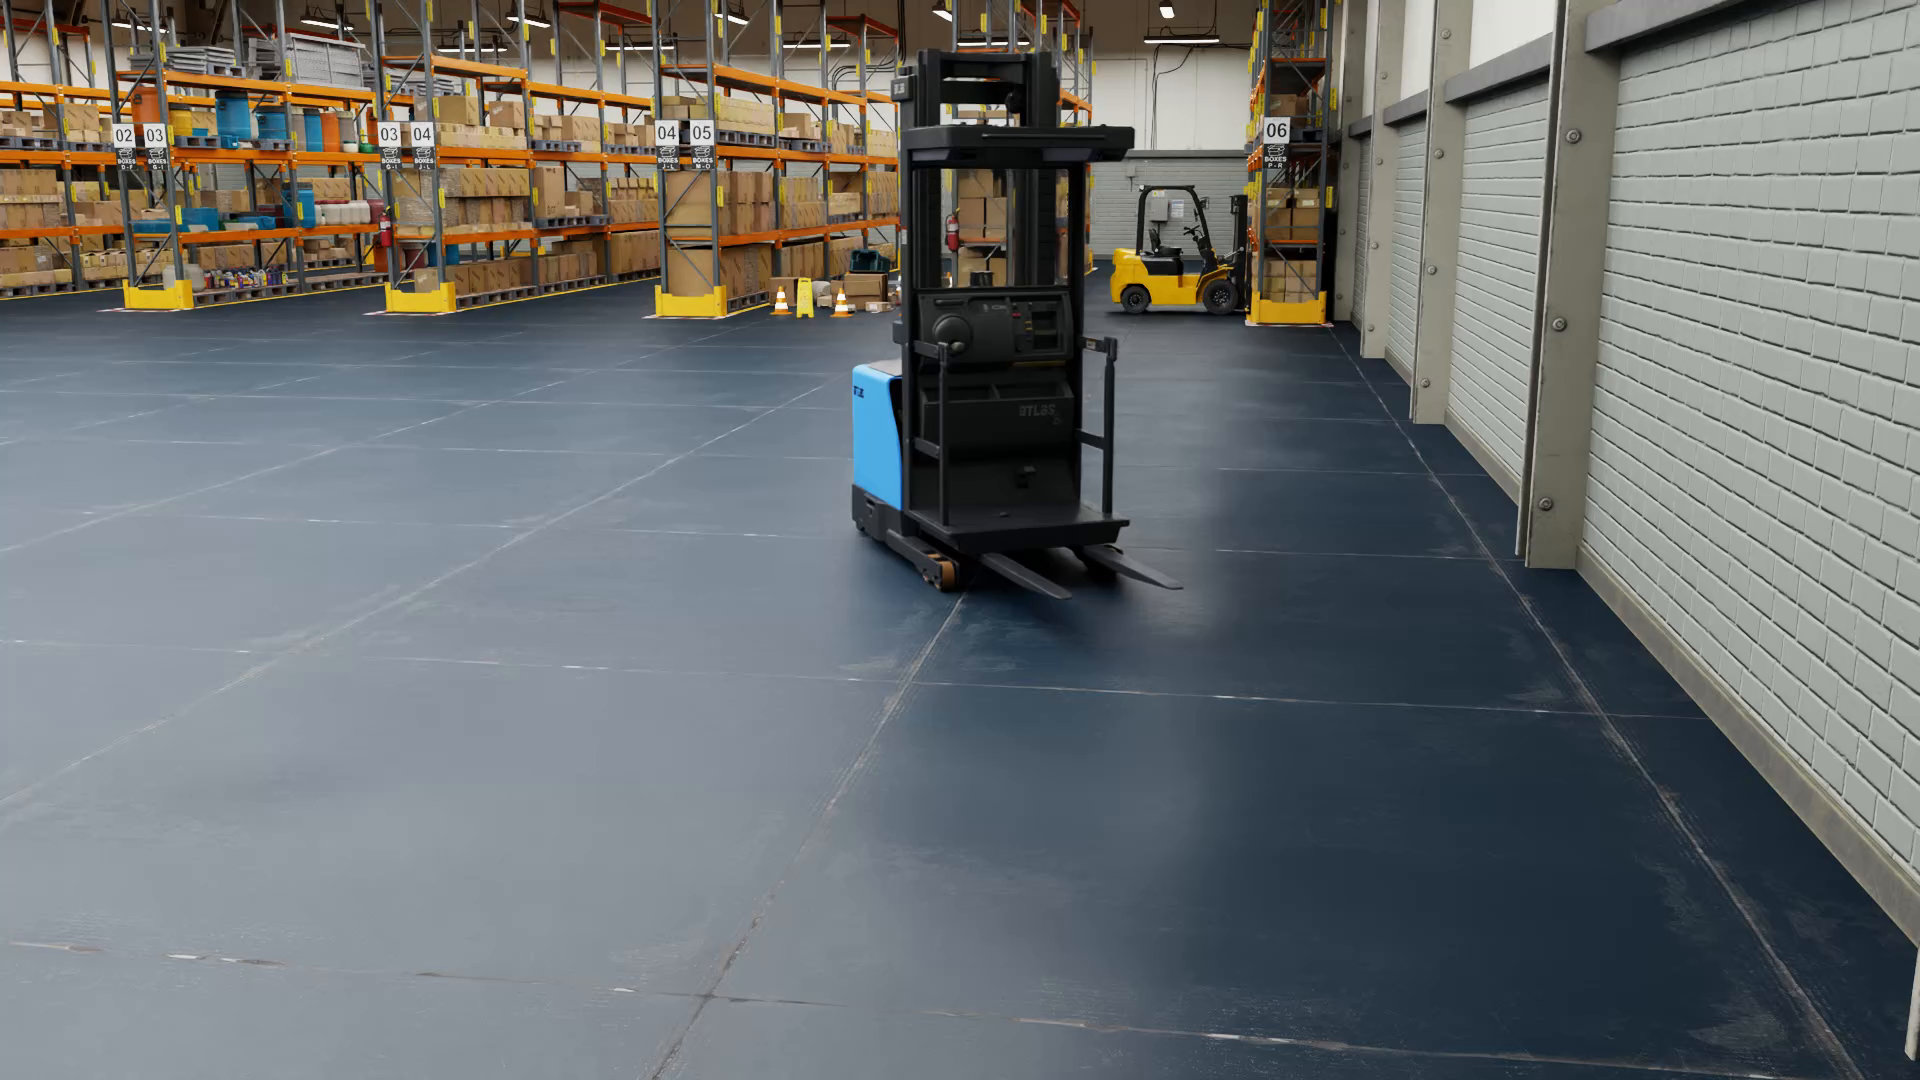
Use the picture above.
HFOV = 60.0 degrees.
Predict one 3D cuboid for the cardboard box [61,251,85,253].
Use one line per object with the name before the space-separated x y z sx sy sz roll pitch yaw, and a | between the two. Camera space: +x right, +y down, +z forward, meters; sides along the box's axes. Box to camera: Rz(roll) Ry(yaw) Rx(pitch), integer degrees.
cardboard box | -18.743 -5.945 35.159 0.500 0.311 0.500 2 12 10

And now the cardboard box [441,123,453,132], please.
cardboard box | -9.017 -7.142 28.804 0.380 0.149 0.250 2 12 10

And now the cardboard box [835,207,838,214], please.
cardboard box | -2.917 -7.274 36.728 0.380 0.149 0.250 2 12 11

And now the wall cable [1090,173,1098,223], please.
wall cable | 3.673 -10.150 47.983 0.585 1.953 0.123 2 12 9

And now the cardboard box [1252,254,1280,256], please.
cardboard box | 5.351 -4.854 29.055 0.500 0.250 0.500 2 12 11

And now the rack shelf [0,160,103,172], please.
rack shelf | -22.569 -9.131 40.332 1.077 0.370 4.000 2 12 9

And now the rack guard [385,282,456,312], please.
rack guard | -9.412 -4.247 29.015 1.175 0.500 0.348 2 12 9

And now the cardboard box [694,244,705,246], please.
cardboard box | -7.122 -7.626 42.804 0.875 0.875 0.875 2 12 9

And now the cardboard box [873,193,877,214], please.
cardboard box | -2.298 -8.162 40.304 0.500 0.500 0.500 2 12 9

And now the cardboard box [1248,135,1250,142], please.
cardboard box | 6.478 -8.754 36.233 0.380 0.149 0.250 2 12 10

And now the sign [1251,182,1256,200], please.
sign | 5.351 -6.348 30.268 0.100 0.325 0.005 2 12 9

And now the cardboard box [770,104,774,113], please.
cardboard box | -3.664 -8.005 30.869 0.380 0.149 0.250 2 12 8

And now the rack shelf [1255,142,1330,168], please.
rack shelf | 5.581 -6.503 28.138 1.077 0.370 4.000 2 12 9

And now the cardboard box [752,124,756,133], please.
cardboard box | -3.857 -7.351 29.724 0.380 0.149 0.250 2 12 8

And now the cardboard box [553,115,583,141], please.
cardboard box | -8.179 -8.561 34.556 0.500 0.500 0.500 2 12 10

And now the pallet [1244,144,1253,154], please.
pallet | 6.793 -8.495 36.119 1.213 0.211 1.003 2 12 9

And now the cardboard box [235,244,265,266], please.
cardboard box | -17.320 -6.947 40.499 0.500 0.500 0.500 2 12 9

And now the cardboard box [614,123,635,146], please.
cardboard box | -7.900 -9.267 38.011 0.797 0.503 0.637 2 12 8

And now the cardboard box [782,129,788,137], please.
cardboard box | -3.518 -7.910 32.319 0.250 0.149 0.380 2 12 9

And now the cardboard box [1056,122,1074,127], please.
cardboard box | 2.512 -9.515 38.935 0.500 0.500 0.500 2 12 10

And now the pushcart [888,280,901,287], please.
pushcart | -1.277 -4.747 31.623 1.648 0.377 0.936 -2 12 -11

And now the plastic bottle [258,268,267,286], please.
plastic bottle | -13.596 -5.116 32.357 0.144 0.351 0.185 2 12 8

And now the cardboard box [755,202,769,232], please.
cardboard box | -4.030 -5.985 30.790 0.875 0.550 0.550 2 12 9

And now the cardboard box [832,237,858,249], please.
cardboard box | -2.649 -6.850 38.315 0.500 0.250 0.500 2 12 11

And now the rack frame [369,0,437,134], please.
rack frame | -9.424 -8.386 28.047 1.000 3.000 0.127 2 12 9

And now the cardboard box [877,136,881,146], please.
cardboard box | -2.209 -9.707 40.467 0.500 0.250 0.500 2 12 10

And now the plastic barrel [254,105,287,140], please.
plastic barrel | -13.839 -8.271 33.442 0.600 0.901 0.708 2 12 9

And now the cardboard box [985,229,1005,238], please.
cardboard box | 0.625 -5.074 27.512 0.380 0.149 0.250 2 12 9

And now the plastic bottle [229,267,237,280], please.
plastic bottle | -14.266 -5.173 32.620 0.144 0.351 0.185 1 12 6

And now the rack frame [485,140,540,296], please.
rack frame | -8.808 -6.286 32.542 1.000 3.000 0.127 2 12 9

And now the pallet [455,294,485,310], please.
pallet | -9.252 -4.274 29.825 1.003 0.211 1.213 2 12 9

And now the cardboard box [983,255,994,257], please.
cardboard box | 0.311 -4.644 28.673 0.500 0.500 0.500 2 12 11

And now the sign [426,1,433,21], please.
sign | -8.887 -8.864 27.858 0.100 0.325 0.005 2 12 9

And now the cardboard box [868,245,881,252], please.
cardboard box | -2.169 -7.262 41.427 0.380 0.149 0.250 2 12 9

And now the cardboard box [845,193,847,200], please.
cardboard box | -2.763 -7.782 37.670 0.380 0.149 0.250 1 12 6

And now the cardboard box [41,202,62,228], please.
cardboard box | -18.658 -6.564 33.595 0.700 0.500 0.500 2 12 7

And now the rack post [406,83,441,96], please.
rack post | -12.658 -10.375 38.461 0.937 0.300 0.954 3 13 15

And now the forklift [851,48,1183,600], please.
forklift | 0.285 -1.252 9.344 1.130 2.935 3.031 -4 13 -20

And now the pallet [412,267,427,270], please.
pallet | -12.817 -6.335 39.387 1.003 0.211 1.213 2 12 9

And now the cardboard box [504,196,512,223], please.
cardboard box | -9.050 -6.286 31.597 0.875 0.500 0.500 2 12 9

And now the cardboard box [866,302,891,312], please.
cardboard box | -1.426 -4.077 29.058 0.380 0.149 0.250 10 15 38

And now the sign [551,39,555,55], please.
sign | -8.742 -10.603 35.739 0.100 0.325 0.005 2 12 9

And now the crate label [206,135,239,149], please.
crate label | -13.703 -7.387 30.881 0.502 0.251 0.408 2 12 9

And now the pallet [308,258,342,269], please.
pallet | -17.074 -7.308 43.902 1.003 0.211 1.213 2 12 9

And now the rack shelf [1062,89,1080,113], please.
rack shelf | 1.907 -9.600 36.334 1.077 0.370 4.000 2 12 9

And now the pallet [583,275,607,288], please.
pallet | -8.315 -5.593 35.945 1.003 0.211 1.213 2 12 9

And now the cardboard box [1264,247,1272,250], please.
cardboard box | 6.330 -6.049 34.839 0.380 0.149 0.250 1 12 6

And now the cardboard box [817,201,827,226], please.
cardboard box | -3.112 -6.884 35.077 0.500 0.500 0.500 2 12 9

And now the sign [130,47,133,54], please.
sign | -18.519 -10.884 37.232 0.100 0.325 0.005 2 12 9

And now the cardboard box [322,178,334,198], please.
cardboard box | -16.778 -9.222 43.554 0.500 0.500 0.500 2 12 10
